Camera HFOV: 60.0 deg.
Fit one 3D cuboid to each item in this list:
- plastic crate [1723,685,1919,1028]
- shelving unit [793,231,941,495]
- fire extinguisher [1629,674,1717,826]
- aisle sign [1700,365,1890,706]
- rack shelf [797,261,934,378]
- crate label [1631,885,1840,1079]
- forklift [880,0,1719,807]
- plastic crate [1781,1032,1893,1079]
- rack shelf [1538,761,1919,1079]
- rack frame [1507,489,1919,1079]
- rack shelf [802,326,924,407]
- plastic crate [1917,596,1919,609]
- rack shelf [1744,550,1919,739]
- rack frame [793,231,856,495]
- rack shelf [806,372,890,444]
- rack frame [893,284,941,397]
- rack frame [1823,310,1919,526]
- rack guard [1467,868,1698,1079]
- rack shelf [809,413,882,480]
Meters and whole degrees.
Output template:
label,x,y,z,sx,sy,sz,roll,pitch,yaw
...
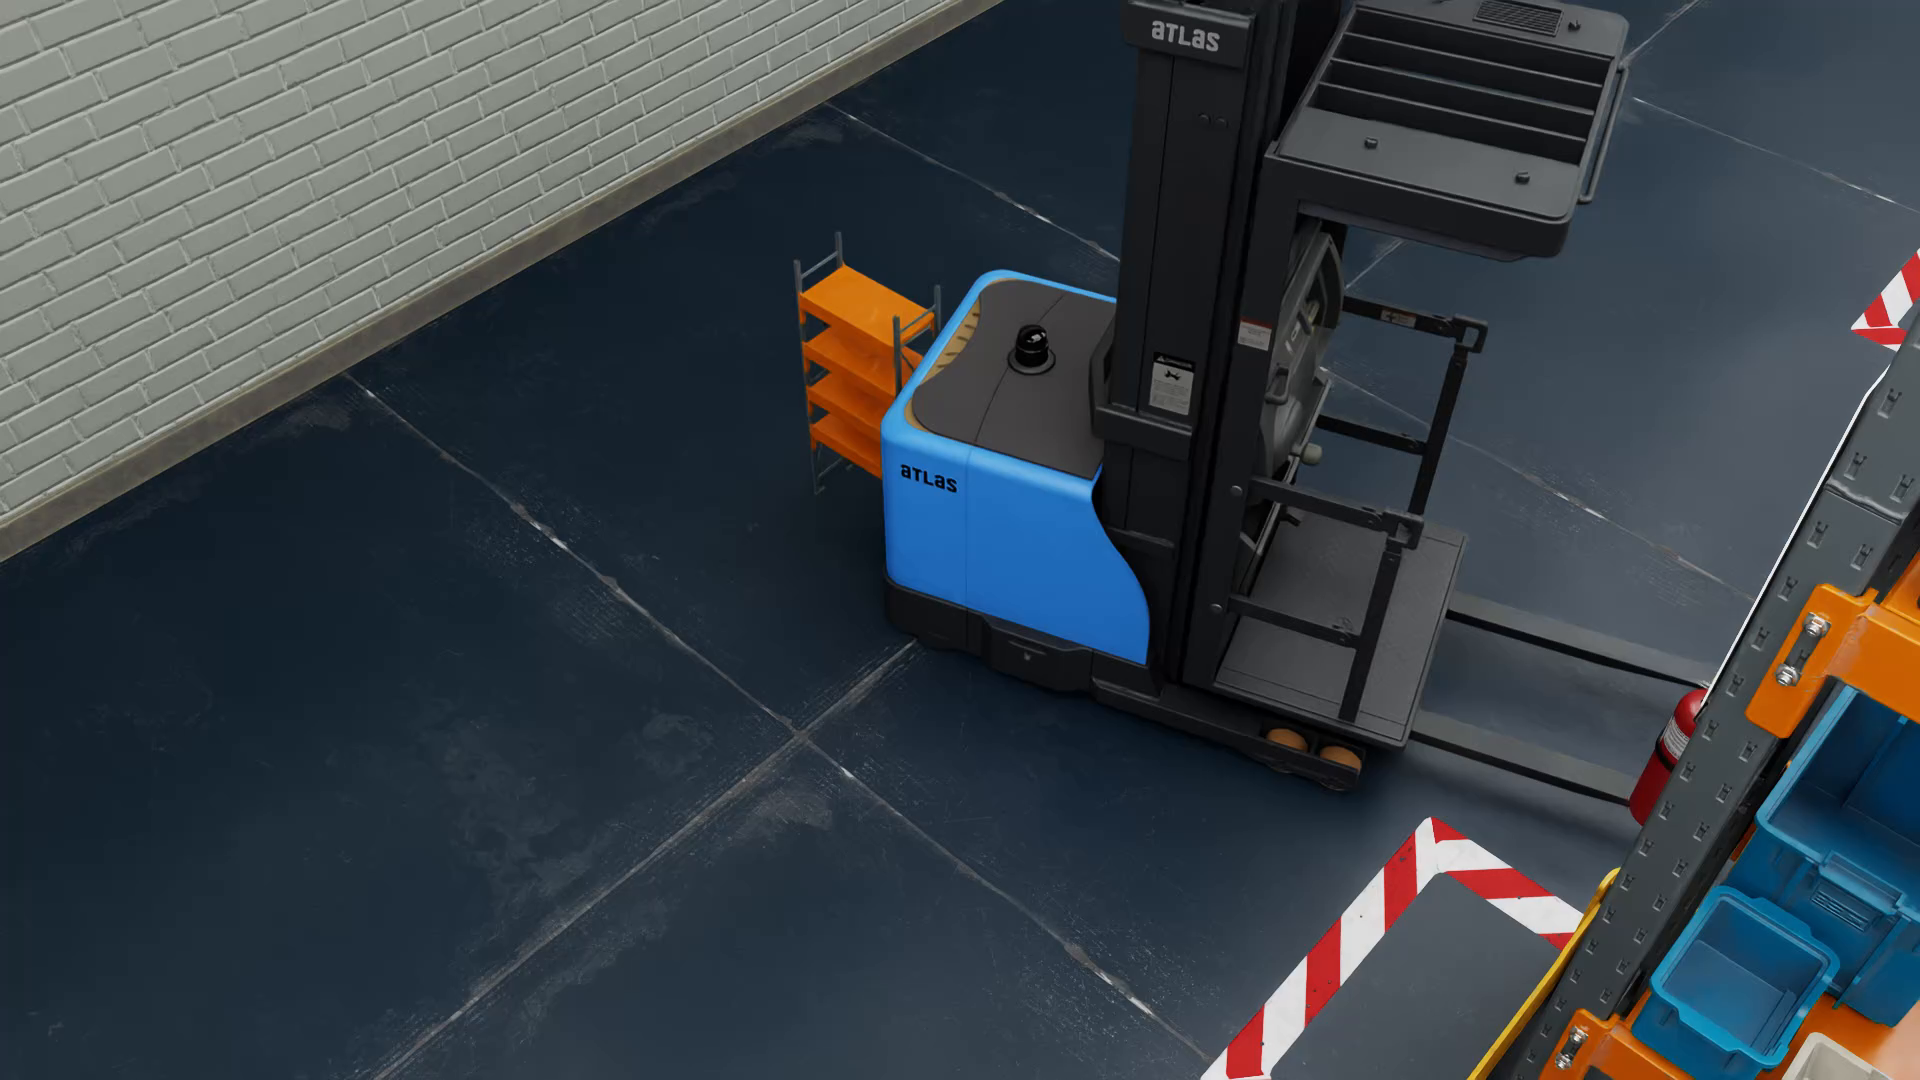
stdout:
label,x,y,z,sx,sy,sz,roll,pitch,yaw
plastic crate,2.167,0.739,3.933,0.499,0.435,0.616,34,55,28
shelving unit,-0.339,-0.552,6.445,0.503,1.200,0.258,32,54,26
fire extinguisher,1.991,0.542,4.492,0.183,0.674,0.296,34,55,28
aisle sign,1.540,-0.060,2.966,0.004,0.787,0.394,34,55,28
rack shelf,-0.339,-0.821,6.159,0.480,0.148,0.258,32,54,26
crate label,1.752,1.041,3.788,0.303,0.233,0.416,34,55,28
forklift,1.275,-0.557,5.263,3.031,2.935,1.130,17,49,16
plastic crate,1.932,1.277,3.633,0.298,0.136,0.250,34,55,28
rack shelf,3.264,1.941,3.363,4.000,0.370,1.077,34,55,28
rack frame,1.794,0.706,4.029,0.127,3.000,1.000,34,55,28
rack shelf,-0.339,-0.659,6.331,0.480,0.148,0.258,32,54,26
plastic crate,1.888,0.064,2.665,0.590,0.269,0.497,34,55,28
rack shelf,3.264,0.915,2.270,4.000,0.370,1.077,34,55,28
rack frame,-0.525,-0.667,6.553,0.015,1.200,0.240,32,54,26
rack shelf,-0.339,-0.506,6.494,0.480,0.148,0.258,32,54,26
rack frame,-0.153,-0.436,6.337,0.015,1.200,0.240,32,54,26
rack frame,1.794,-1.347,1.842,0.127,3.000,1.000,34,55,28
rack guard,1.767,1.557,4.945,0.348,0.500,1.175,34,55,28
rack shelf,-0.339,-0.370,6.639,0.480,0.148,0.258,32,54,26
